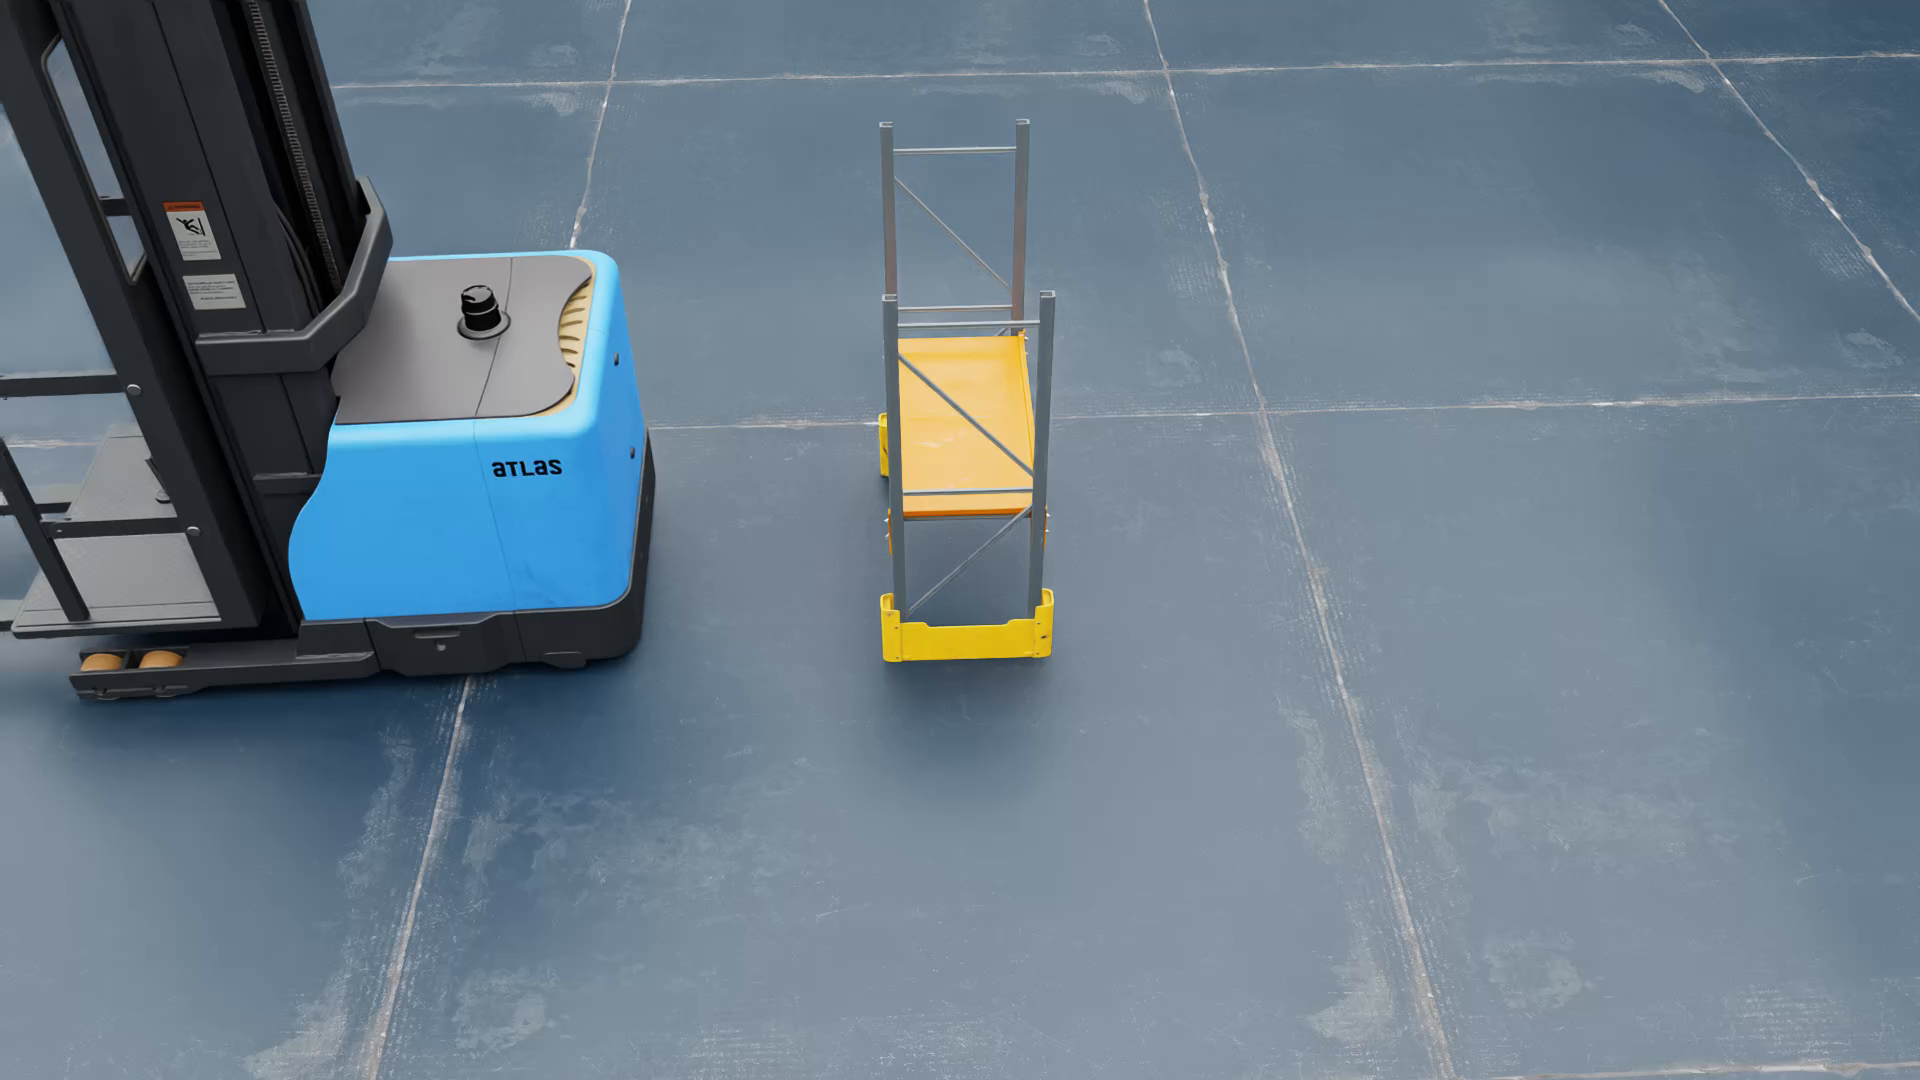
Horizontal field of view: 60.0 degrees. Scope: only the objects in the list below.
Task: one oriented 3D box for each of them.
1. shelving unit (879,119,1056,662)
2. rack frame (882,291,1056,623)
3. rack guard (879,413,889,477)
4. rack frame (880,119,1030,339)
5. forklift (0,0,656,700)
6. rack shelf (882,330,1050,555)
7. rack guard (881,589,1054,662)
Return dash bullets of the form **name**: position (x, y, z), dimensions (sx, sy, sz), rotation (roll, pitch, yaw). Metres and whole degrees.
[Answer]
- **shelving unit**: position (0.003, -0.501, 5.687), dimensions (0.587, 1.500, 1.083), rotation (-2, 43, -2)
- **rack frame**: position (0.025, -0.152, 5.306), dimensions (0.500, 1.500, 0.032), rotation (-2, 43, -2)
- **rack guard**: position (-0.018, -0.377, 6.476), dimensions (0.587, 0.250, 0.087), rotation (-2, 43, -2)
- **rack frame**: position (-0.018, -0.838, 6.055), dimensions (0.500, 1.500, 0.032), rotation (-2, 43, -2)
- **forklift**: position (-2.652, -0.907, 5.071), dimensions (3.031, 2.935, 1.130), rotation (-3, 43, -3)
- **rack shelf**: position (0.004, -0.363, 5.802), dimensions (0.538, 0.185, 1.000), rotation (-2, 43, -2)
- **rack guard**: position (0.024, 0.296, 5.743), dimensions (0.587, 0.250, 0.087), rotation (-2, 43, -2)
